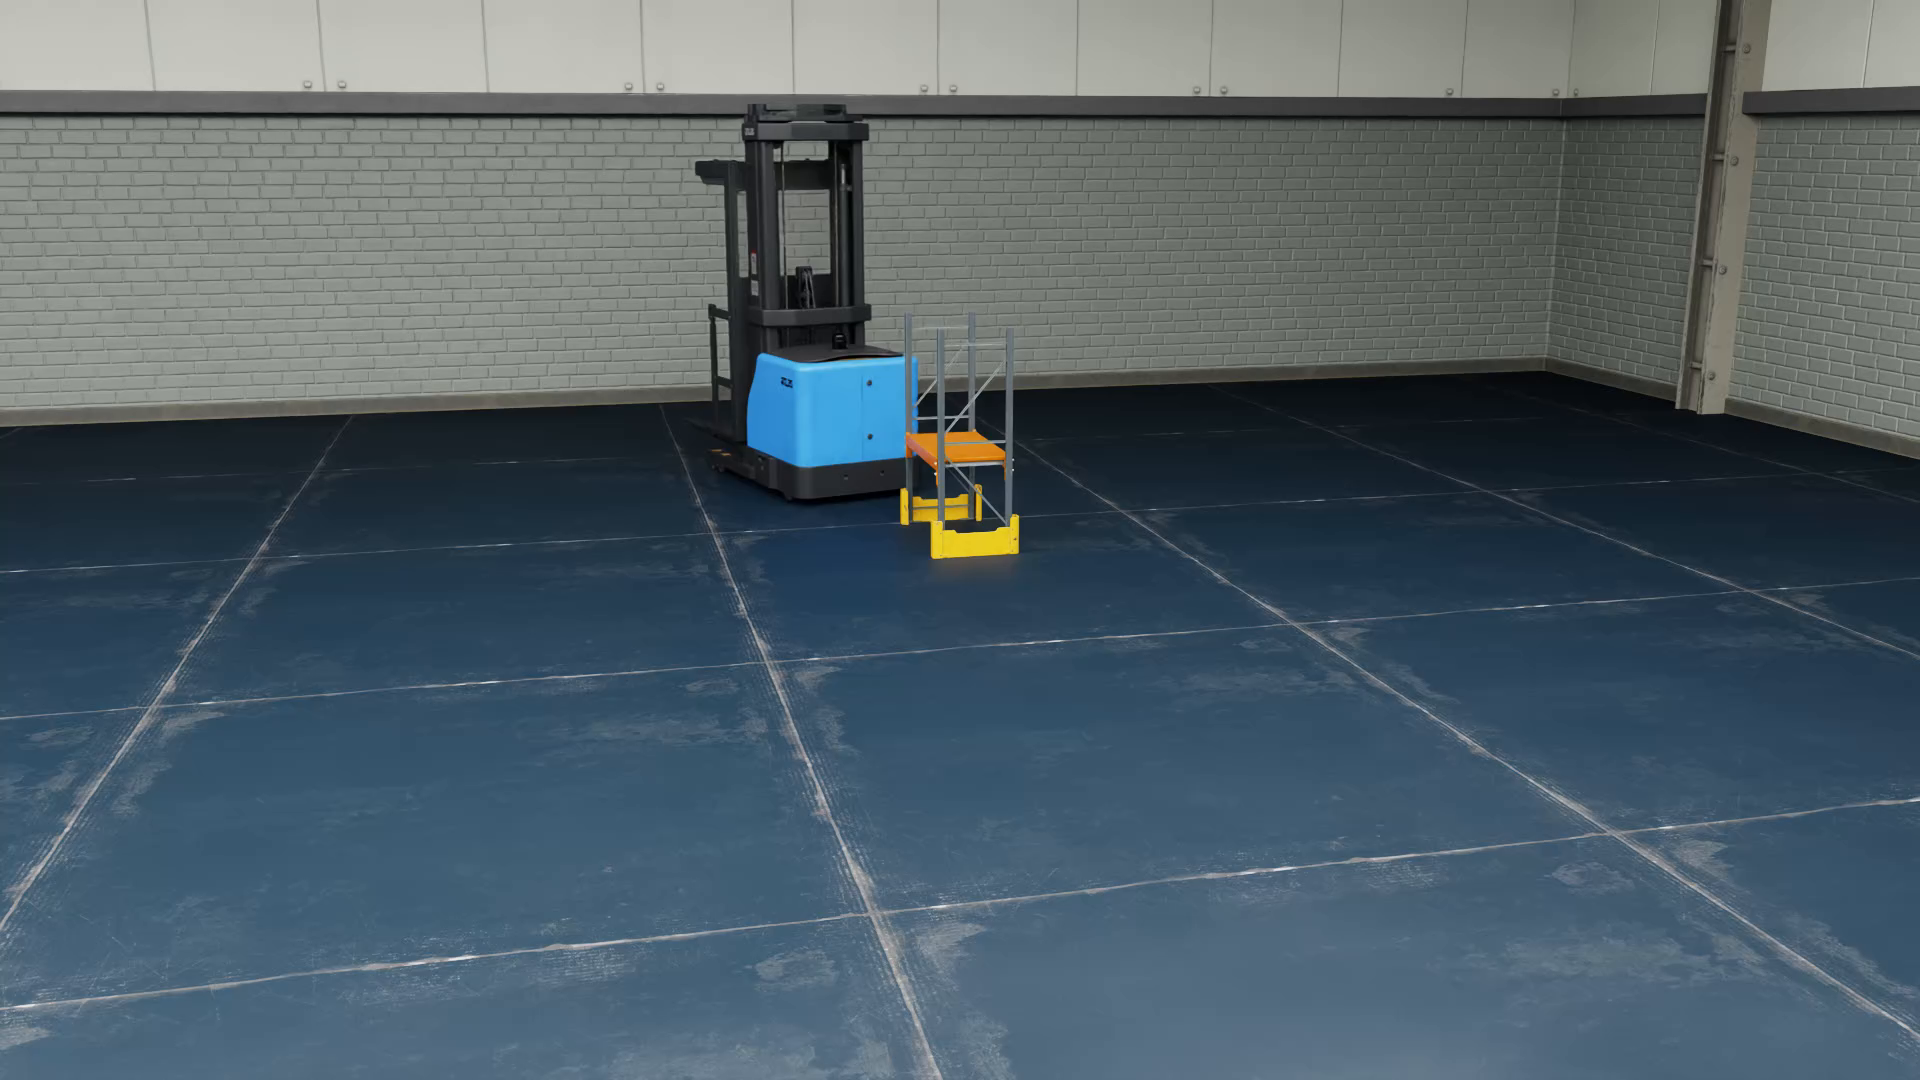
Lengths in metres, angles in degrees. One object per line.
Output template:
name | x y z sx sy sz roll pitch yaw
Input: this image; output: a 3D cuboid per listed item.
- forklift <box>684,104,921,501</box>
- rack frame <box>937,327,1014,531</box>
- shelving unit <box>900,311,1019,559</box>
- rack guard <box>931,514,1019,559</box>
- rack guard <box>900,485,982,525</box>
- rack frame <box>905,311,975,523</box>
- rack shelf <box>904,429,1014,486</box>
forklift | -1.457 -2.023 13.530 1.130 2.935 3.031 -7 16 -28
rack frame | 0.099 -0.631 10.850 0.500 1.500 0.032 -3 14 -13
shelving unit | -0.018 -0.746 11.321 0.587 1.500 1.083 -3 14 -13
rack guard | 0.099 -0.024 10.999 0.587 0.250 0.087 -3 14 -13
rack guard | -0.135 -0.254 11.940 0.587 0.250 0.087 -3 14 -13
rack frame | -0.139 -0.866 11.810 0.500 1.500 0.032 -3 14 -13
rack shelf | -0.020 -0.574 11.372 0.538 0.185 1.000 -3 14 -13
